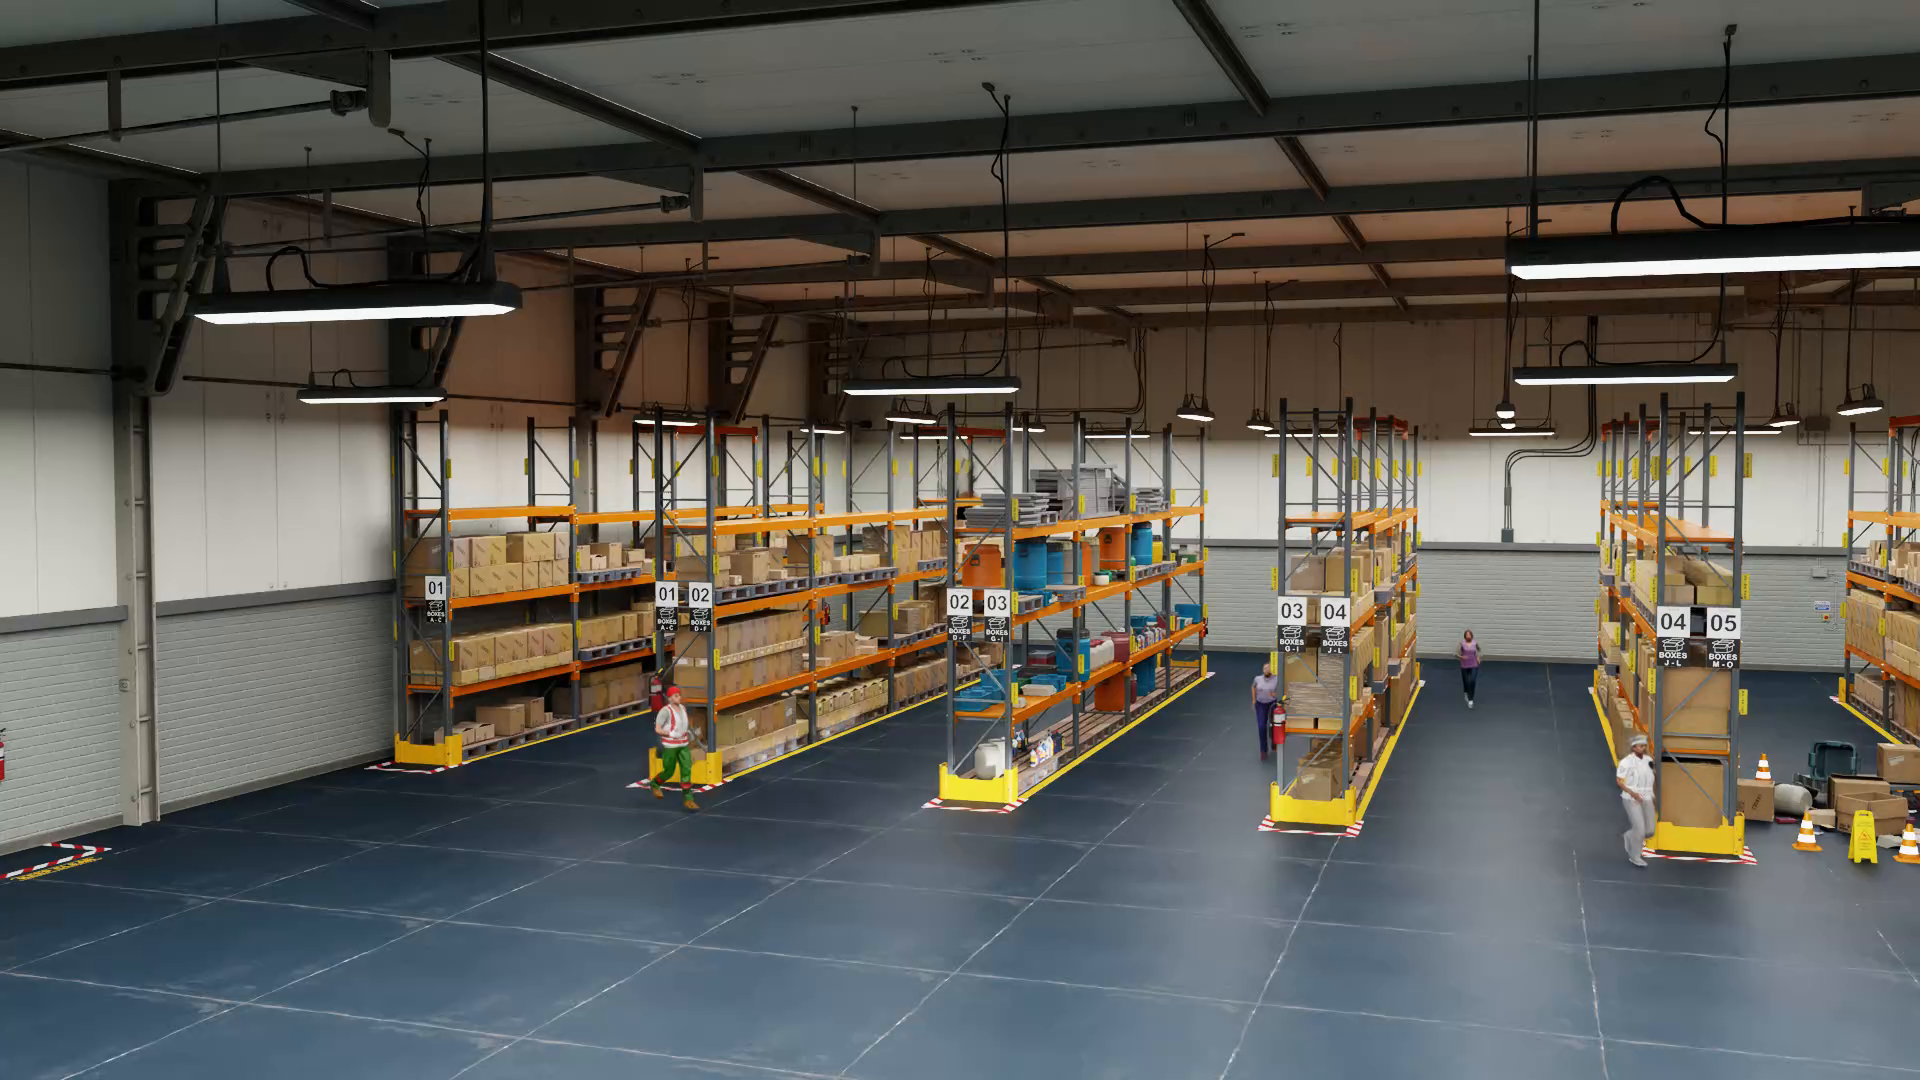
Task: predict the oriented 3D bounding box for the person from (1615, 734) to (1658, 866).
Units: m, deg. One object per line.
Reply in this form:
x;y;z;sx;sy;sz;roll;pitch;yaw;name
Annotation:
8.563;3.264;21.044;0.591;1.648;0.588;-1;3;-15;person

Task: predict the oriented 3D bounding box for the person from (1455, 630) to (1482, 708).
10.710;2.685;35.034;0.543;1.598;0.889;1;3;16;person

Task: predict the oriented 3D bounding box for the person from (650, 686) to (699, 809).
-4.212;3.043;24.496;0.998;1.781;0.657;2;3;42;person

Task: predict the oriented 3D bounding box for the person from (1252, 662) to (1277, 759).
5.343;2.929;28.834;0.607;1.631;0.906;1;3;16;person
